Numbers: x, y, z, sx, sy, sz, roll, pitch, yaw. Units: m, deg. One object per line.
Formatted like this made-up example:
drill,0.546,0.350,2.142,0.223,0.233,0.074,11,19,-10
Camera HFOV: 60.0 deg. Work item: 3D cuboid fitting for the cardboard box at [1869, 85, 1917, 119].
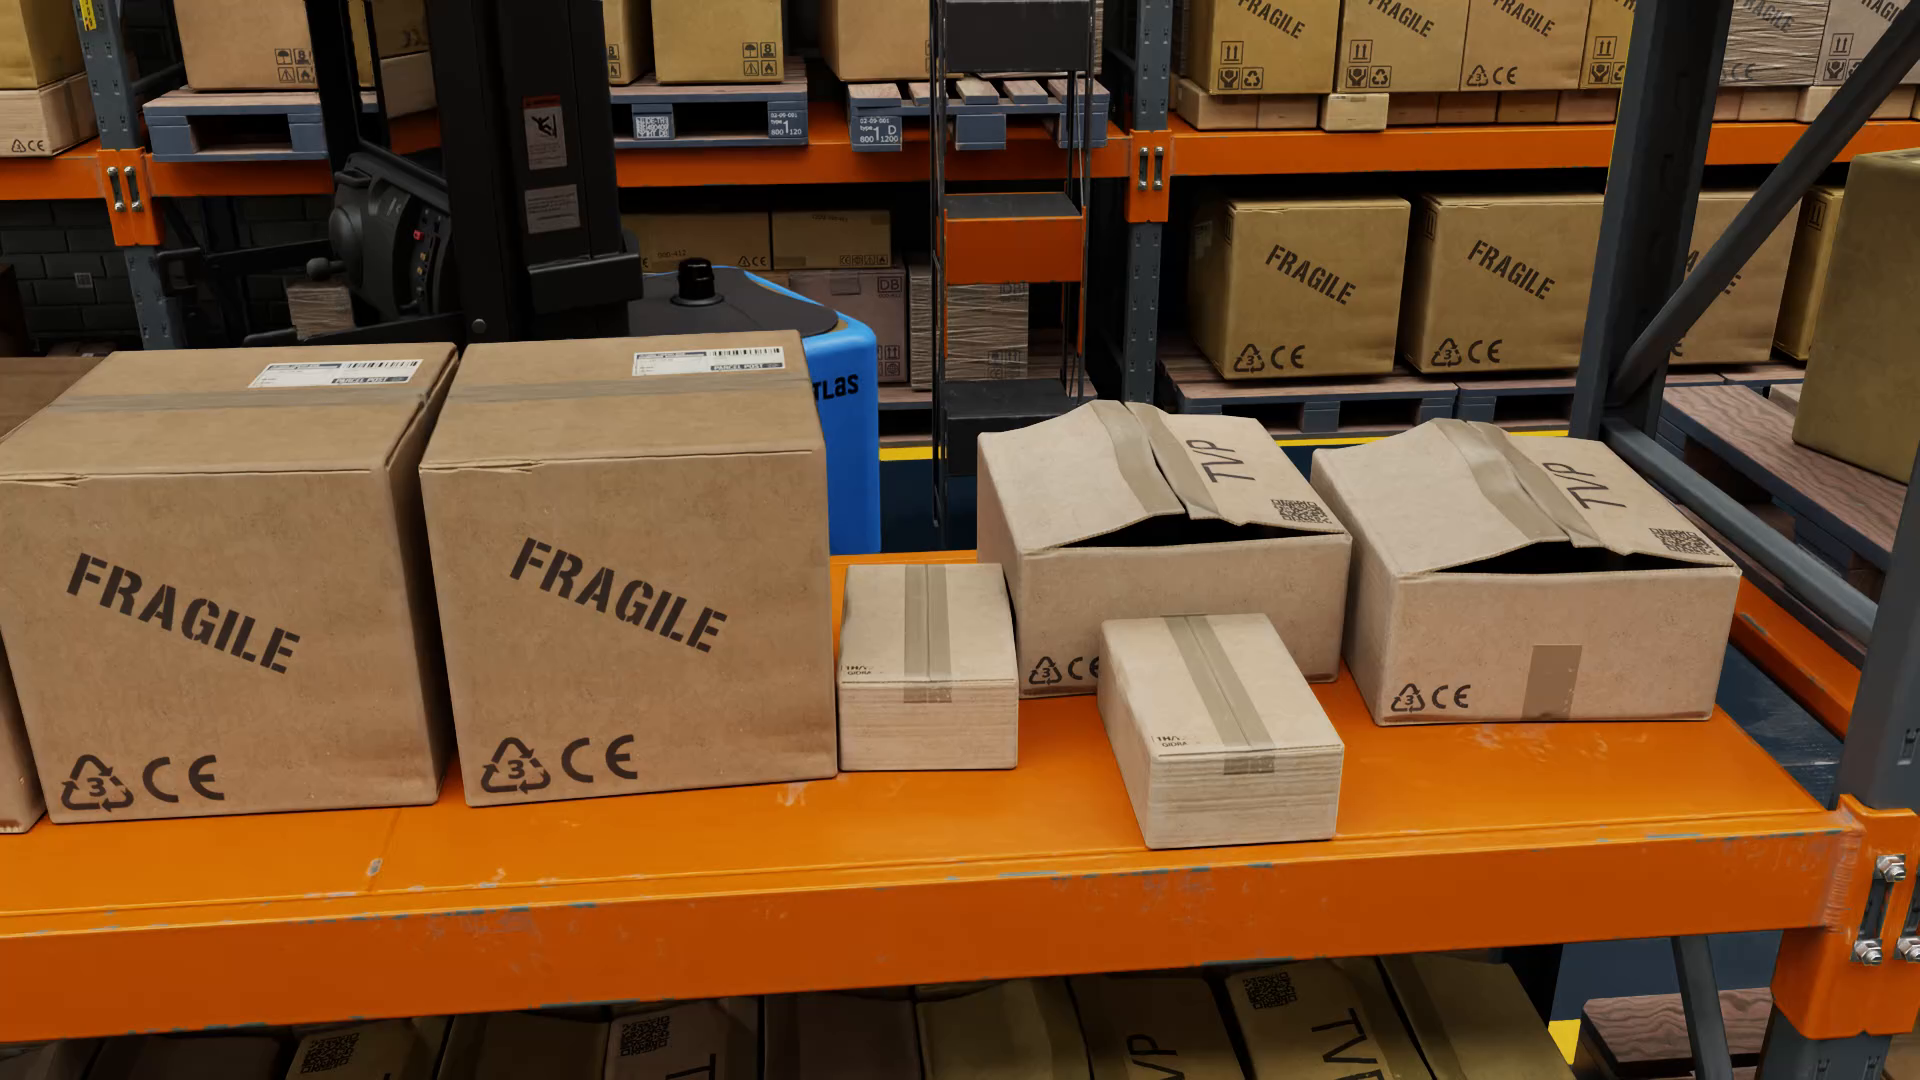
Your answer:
cardboard box,3.885,-1.925,7.173,0.250,0.149,0.380,-2,24,-3

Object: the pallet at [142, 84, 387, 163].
pallet,-2.482,-1.735,6.697,1.213,0.211,1.003,-2,24,-5

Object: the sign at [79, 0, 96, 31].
sign,-3.196,-2.028,6.053,0.005,0.325,0.100,-2,24,-5

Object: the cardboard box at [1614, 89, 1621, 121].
cardboard box,2.862,-1.898,7.112,0.250,0.149,0.380,-2,24,-3

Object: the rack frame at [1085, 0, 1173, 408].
rack frame,0.724,-2.011,7.081,0.127,3.000,1.000,-2,24,-5

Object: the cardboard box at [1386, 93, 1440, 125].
cardboard box,1.837,-1.867,7.043,0.250,0.149,0.380,-3,24,-6

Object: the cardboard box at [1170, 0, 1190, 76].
cardboard box,1.168,-2.327,7.278,0.500,0.500,0.500,-2,24,-5

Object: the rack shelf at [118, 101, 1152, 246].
rack shelf,-1.266,-1.602,7.047,4.000,0.370,1.077,-2,24,-5

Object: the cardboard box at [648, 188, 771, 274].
cardboard box,-1.072,-1.342,7.190,0.500,0.250,0.500,-2,24,-5

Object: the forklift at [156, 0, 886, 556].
forklift,-1.739,-0.824,4.495,3.031,2.935,1.130,-16,29,-32

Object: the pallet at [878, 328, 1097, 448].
pallet,-0.054,-0.706,7.578,1.213,0.211,1.003,-2,24,-5

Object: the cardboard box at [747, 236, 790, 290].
cardboard box,-1.003,-1.015,7.376,0.500,0.500,0.700,-2,24,-5

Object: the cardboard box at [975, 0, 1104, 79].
cardboard box,0.257,-2.235,6.920,0.500,0.500,0.700,-5,24,-11

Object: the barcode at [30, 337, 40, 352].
barcode,-4.132,-0.869,7.393,0.075,0.075,0.001,-2,24,-5

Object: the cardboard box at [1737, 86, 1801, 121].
cardboard box,3.378,-1.908,7.134,0.250,0.149,0.380,-2,24,-5

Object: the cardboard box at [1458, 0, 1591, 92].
cardboard box,2.248,-2.154,6.889,0.500,0.500,0.500,-2,24,-5

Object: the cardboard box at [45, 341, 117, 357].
cardboard box,-3.786,-0.724,7.132,0.250,0.166,0.380,-5,25,-12

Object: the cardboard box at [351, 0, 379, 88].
cardboard box,-2.190,-2.124,6.670,0.500,0.500,0.700,0,24,0

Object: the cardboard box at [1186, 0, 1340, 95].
cardboard box,1.232,-2.117,6.807,0.500,0.500,0.500,-2,24,-4

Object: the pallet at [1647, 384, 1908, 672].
pallet,1.882,0.024,2.740,1.003,0.211,1.213,-2,24,-5

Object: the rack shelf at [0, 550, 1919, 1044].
rack shelf,-0.776,0.400,2.543,4.000,0.370,1.077,-2,24,-5

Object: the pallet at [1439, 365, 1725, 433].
pallet,2.727,-0.785,7.756,1.213,0.211,1.003,-2,24,-5

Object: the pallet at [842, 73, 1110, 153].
pallet,0.025,-1.852,6.959,1.003,0.211,1.213,-2,24,-5

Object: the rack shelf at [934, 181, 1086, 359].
rack shelf,0.165,-0.954,5.844,0.480,0.518,0.431,-2,24,-5

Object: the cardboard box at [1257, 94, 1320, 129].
cardboard box,1.326,-1.831,6.961,0.250,0.149,0.380,-2,24,-4

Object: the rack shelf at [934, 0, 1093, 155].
rack shelf,0.165,-1.593,5.560,0.480,0.518,0.431,-2,24,-5

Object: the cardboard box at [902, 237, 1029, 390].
cardboard box,0.013,-1.020,7.387,0.500,0.500,0.700,-2,24,-4

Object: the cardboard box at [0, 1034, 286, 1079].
cardboard box,-1.317,1.005,2.475,0.500,0.311,0.500,-3,24,-7

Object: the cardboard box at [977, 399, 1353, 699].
cardboard box,0.305,-0.011,2.690,0.500,0.311,0.500,-3,24,-6

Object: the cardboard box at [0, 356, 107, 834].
cardboard box,-1.476,0.060,2.298,0.500,0.500,0.500,-1,24,-1

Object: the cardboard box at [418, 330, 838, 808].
cardboard box,-0.454,0.019,2.391,0.500,0.500,0.500,-4,24,-8

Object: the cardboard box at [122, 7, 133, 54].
cardboard box,-3.745,-2.200,6.743,0.500,0.500,0.500,-3,24,-6

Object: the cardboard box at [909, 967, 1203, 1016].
cardboard box,0.142,0.726,3.101,0.500,0.311,0.500,-3,24,-6

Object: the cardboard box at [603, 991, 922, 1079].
cardboard box,-0.302,0.963,2.569,0.500,0.311,0.500,-2,24,-5

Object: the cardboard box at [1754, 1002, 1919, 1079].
cardboard box,1.696,1.030,2.776,0.500,0.500,0.500,-1,24,-3

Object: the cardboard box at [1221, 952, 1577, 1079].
cardboard box,0.717,0.920,2.665,0.500,0.311,0.500,-2,24,-4

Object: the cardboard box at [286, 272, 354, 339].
cardboard box,-2.526,-0.946,7.221,0.500,0.500,0.700,-1,24,-3

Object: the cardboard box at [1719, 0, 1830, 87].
cardboard box,3.262,-2.200,6.992,0.500,0.500,0.500,-2,24,-5

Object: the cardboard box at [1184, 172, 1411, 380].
cardboard box,1.469,-1.197,7.379,0.750,0.750,0.750,-3,24,-6

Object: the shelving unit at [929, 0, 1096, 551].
shelving unit,0.165,-0.966,5.838,0.503,2.100,0.431,-2,24,-5

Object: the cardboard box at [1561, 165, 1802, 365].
cardboard box,3.186,-1.265,7.532,0.750,0.750,0.750,-2,24,-4

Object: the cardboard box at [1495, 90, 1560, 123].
cardboard box,2.352,-1.887,7.088,0.250,0.149,0.380,-2,24,-4

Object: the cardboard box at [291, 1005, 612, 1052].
cardboard box,-0.877,0.766,3.010,0.500,0.311,0.500,-3,24,-6

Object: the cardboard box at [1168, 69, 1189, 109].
cardboard box,1.023,-2.022,7.390,0.250,0.149,0.380,-2,24,-4

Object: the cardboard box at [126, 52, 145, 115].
cardboard box,-3.746,-1.860,6.901,0.500,0.250,0.500,-2,24,-5

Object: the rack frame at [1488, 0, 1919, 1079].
rack frame,1.214,-0.009,2.576,0.127,3.000,1.000,-2,24,-5

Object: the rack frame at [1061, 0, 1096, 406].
rack frame,0.408,-0.976,5.860,0.015,2.100,0.400,-2,24,-5

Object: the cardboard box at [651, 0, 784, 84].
cardboard box,-0.981,-2.176,6.788,0.500,0.500,0.700,-2,24,-5
